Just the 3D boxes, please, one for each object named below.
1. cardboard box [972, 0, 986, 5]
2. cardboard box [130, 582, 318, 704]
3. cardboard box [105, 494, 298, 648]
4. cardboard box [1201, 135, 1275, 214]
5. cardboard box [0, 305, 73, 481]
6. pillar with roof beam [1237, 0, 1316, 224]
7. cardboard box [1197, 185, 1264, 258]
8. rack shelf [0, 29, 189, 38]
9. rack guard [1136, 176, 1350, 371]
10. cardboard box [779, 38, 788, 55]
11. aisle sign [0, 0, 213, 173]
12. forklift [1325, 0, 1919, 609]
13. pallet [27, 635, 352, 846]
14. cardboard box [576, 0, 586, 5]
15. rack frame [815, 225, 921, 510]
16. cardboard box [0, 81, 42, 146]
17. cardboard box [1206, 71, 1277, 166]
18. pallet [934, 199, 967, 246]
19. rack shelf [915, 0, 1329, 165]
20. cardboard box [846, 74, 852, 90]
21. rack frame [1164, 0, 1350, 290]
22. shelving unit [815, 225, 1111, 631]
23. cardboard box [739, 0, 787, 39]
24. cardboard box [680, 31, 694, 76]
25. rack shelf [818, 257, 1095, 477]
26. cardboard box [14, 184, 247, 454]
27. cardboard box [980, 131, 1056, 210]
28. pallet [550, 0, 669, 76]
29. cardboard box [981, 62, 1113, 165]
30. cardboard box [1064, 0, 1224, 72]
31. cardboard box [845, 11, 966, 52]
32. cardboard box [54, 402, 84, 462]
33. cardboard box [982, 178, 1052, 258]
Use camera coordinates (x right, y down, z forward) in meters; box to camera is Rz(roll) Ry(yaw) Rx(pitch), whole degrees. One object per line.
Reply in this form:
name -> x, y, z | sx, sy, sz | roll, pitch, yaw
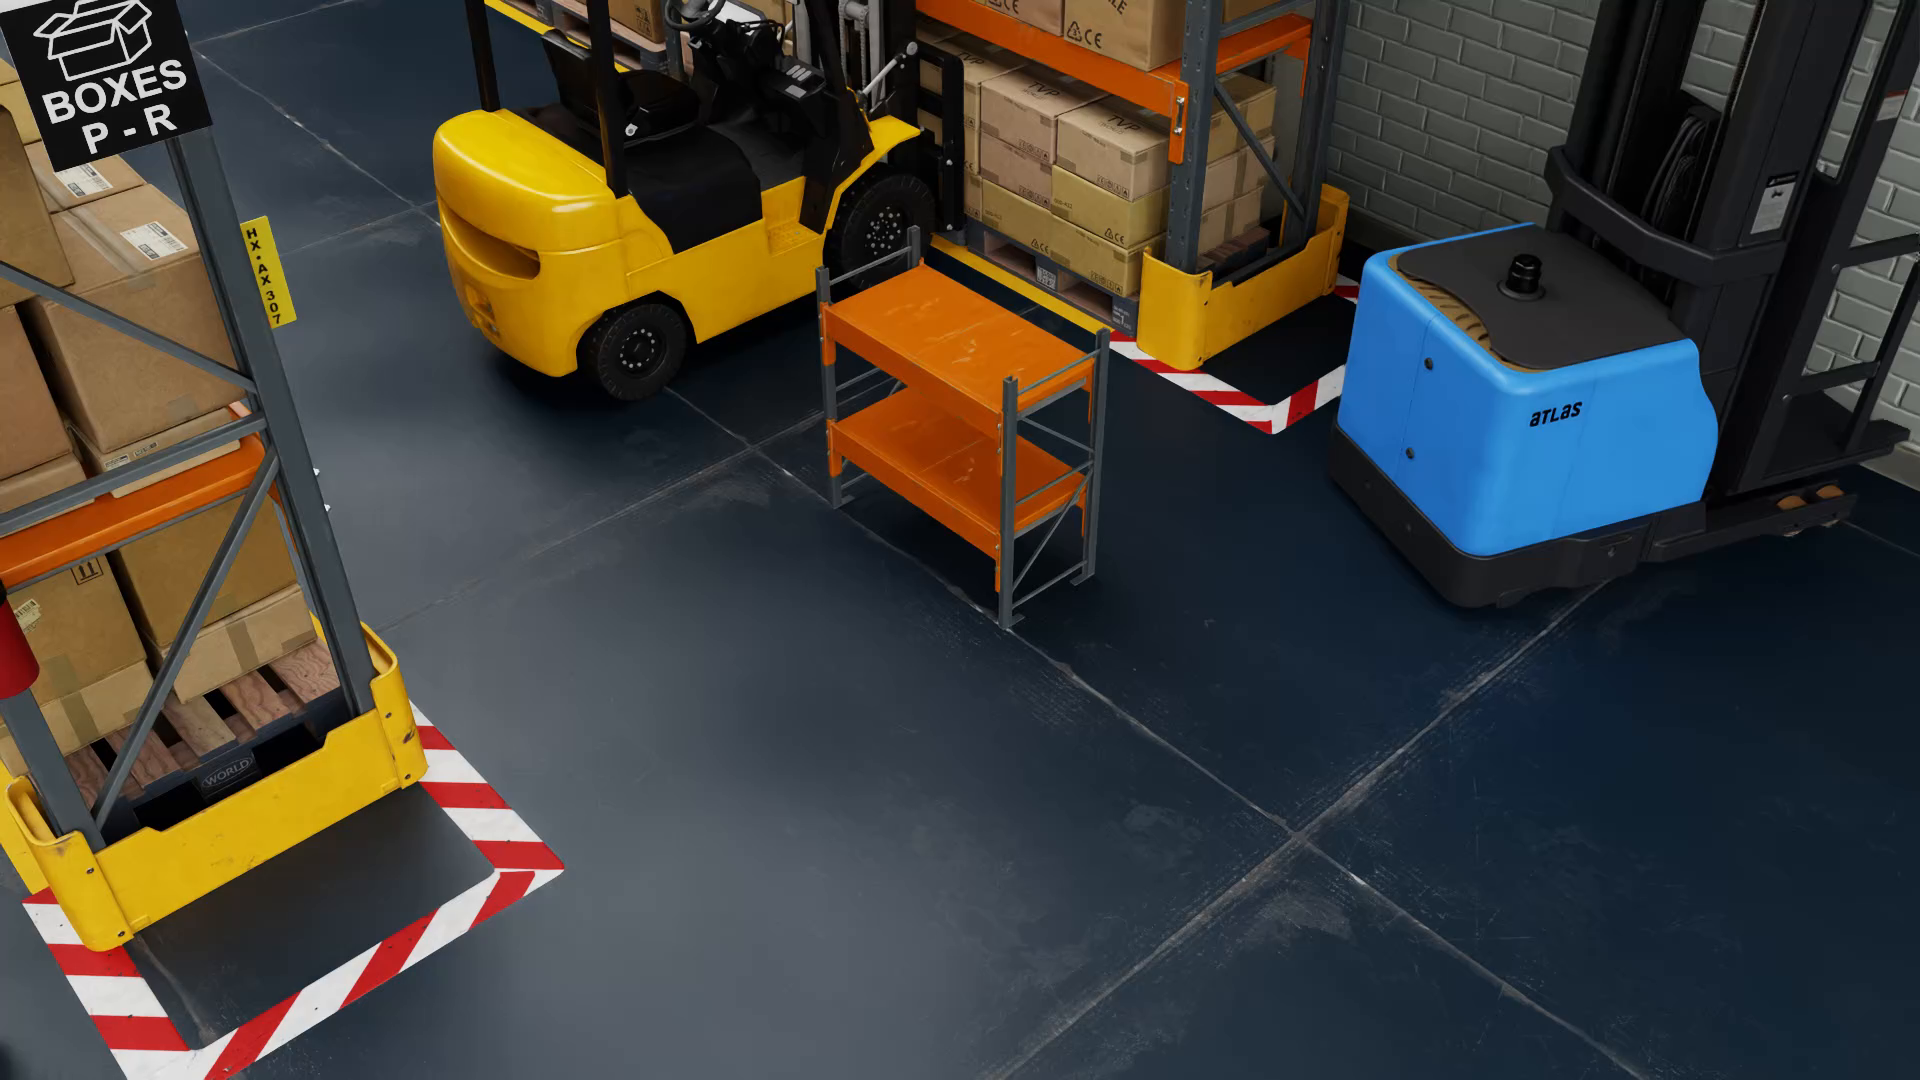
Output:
cardboard box -> 0.123, -2.910, 7.886 | 0.500, 0.500, 0.500 | -31, 48, -32
cardboard box -> -2.656, 0.253, 5.904 | 0.500, 0.250, 0.500 | -30, 48, -32
cardboard box -> -2.672, -0.050, 5.682 | 0.500, 0.500, 0.500 | -32, 49, -33
cardboard box -> 1.175, -1.868, 8.132 | 0.500, 0.250, 0.500 | -29, 47, -31
cardboard box -> -2.884, -0.452, 4.606 | 0.500, 0.500, 0.500 | -31, 48, -32
pillar with roof beam -> -1.638, -3.484, 3.901 | 9.100, 9.000, 0.400 | -30, 48, -32
cardboard box -> 1.152, -1.678, 8.295 | 0.500, 0.250, 0.500 | -30, 48, -32
rack shelf -> -3.667, -1.976, 4.994 | 1.077, 0.370, 4.000 | -30, 48, -32
rack guard -> 1.356, -1.290, 7.950 | 1.175, 0.500, 0.348 | -30, 48, -32
cardboard box -> -0.924, -2.826, 9.318 | 0.500, 0.250, 0.500 | -30, 48, -32
aisle sign -> -2.044, -1.277, 3.875 | 0.394, 0.787, 0.004 | -30, 48, -32
forklift -> 3.112, -1.452, 6.216 | 3.031, 2.935, 1.130 | -13, 41, -16
pallet -> -2.889, 0.496, 5.968 | 1.003, 0.211, 1.213 | -30, 48, -32
cardboard box -> -2.246, -3.964, 10.826 | 0.875, 0.625, 0.625 | -30, 48, -32
rack frame -> -0.348, -0.676, 6.692 | 0.500, 1.125, 0.032 | -30, 48, -32
cardboard box -> -3.128, -1.128, 5.443 | 0.500, 0.500, 0.500 | -31, 48, -33
cardboard box -> 1.154, -2.060, 7.971 | 0.500, 0.250, 0.500 | -31, 48, -32
pallet -> -0.029, -2.090, 9.169 | 1.003, 0.211, 1.213 | -30, 48, -32
rack shelf -> -0.013, -2.920, 8.550 | 1.077, 0.370, 4.000 | -30, 48, -32
cardboard box -> -0.251, -2.354, 8.734 | 0.500, 0.250, 0.500 | -30, 48, -32
rack frame -> 1.340, -2.274, 7.178 | 1.000, 3.000, 0.127 | -30, 48, -32
shelving unit -> -0.005, -0.441, 6.400 | 0.538, 1.125, 1.048 | -30, 48, -32
cardboard box -> -0.931, -3.010, 9.148 | 0.500, 0.250, 0.500 | -30, 48, -32
cardboard box -> -1.282, -2.854, 9.751 | 0.500, 0.250, 0.500 | -29, 47, -31
rack shelf -> -0.005, -0.668, 6.217 | 0.538, 0.278, 1.000 | -30, 48, -32
cardboard box -> -2.430, -0.655, 4.857 | 0.500, 0.500, 0.500 | -31, 48, -32
cardboard box -> 0.449, -1.891, 8.161 | 0.500, 0.250, 0.500 | -30, 48, -32
pallet -> -1.893, -3.365, 10.748 | 1.003, 0.211, 1.213 | -30, 48, -32
cardboard box -> 0.449, -2.071, 7.985 | 0.500, 0.250, 0.500 | -29, 47, -31
cardboard box -> 0.814, -2.429, 7.291 | 0.500, 0.500, 0.500 | -31, 48, -33
cardboard box -> -0.237, -2.538, 8.564 | 0.500, 0.250, 0.500 | -31, 48, -33
cardboard box -> -2.573, -0.421, 5.084 | 0.380, 0.149, 0.250 | -29, 47, -31
cardboard box -> 0.460, -1.685, 8.303 | 0.500, 0.250, 0.500 | -30, 48, -32
